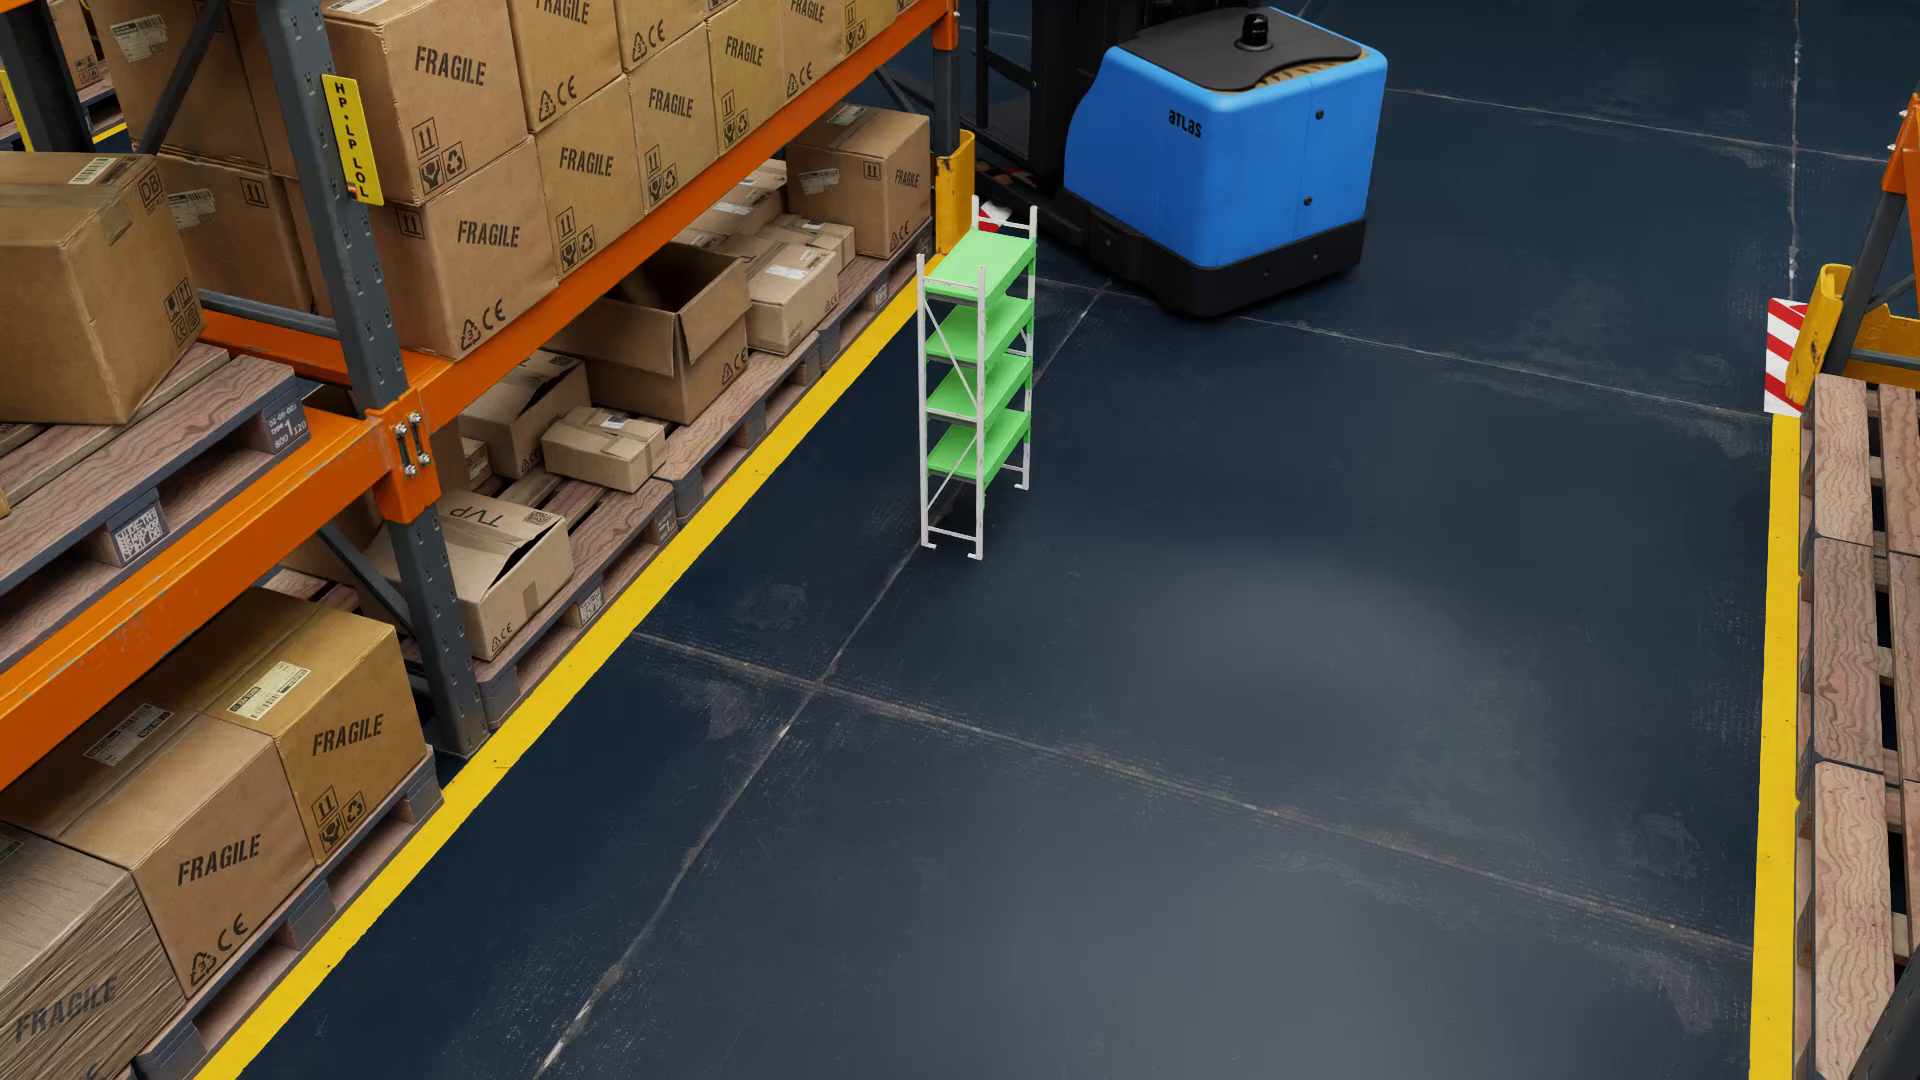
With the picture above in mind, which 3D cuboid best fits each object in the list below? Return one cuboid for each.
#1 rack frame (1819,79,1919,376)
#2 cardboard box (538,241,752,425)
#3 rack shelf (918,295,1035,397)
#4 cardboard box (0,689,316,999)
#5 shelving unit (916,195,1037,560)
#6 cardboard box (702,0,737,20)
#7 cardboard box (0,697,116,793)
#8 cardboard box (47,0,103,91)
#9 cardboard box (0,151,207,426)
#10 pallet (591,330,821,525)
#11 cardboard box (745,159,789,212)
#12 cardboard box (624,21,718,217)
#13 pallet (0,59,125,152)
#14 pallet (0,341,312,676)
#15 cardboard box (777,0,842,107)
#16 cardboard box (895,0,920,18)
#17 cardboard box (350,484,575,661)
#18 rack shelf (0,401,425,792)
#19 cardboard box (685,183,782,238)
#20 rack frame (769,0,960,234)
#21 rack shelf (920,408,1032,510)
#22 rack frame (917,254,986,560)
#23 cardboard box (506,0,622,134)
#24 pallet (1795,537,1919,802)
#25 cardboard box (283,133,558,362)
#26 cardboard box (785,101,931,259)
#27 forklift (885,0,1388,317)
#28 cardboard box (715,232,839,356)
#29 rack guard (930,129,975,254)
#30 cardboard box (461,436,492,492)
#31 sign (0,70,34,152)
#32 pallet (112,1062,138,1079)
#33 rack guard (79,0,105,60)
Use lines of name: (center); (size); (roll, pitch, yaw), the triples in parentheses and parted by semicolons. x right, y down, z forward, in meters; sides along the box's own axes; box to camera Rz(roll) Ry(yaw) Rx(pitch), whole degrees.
rack frame: (4.095, -1.725, 6.053); (1.000, 3.000, 0.127); (14, 39, 18)
cardboard box: (-1.296, -0.859, 6.611); (0.797, 0.503, 0.637); (14, 39, 18)
rack shelf: (0.063, -0.713, 5.908); (0.258, 0.148, 0.480); (14, 39, 18)
cardboard box: (-2.125, 0.794, 4.403); (0.500, 0.500, 0.500); (14, 39, 18)
shelving unit: (0.063, -0.572, 6.013); (0.258, 1.200, 0.503); (14, 39, 18)
cardboard box: (-0.979, -2.135, 5.682); (0.500, 0.500, 0.500); (15, 39, 19)
cardboard box: (-2.609, 0.694, 4.536); (0.500, 0.500, 0.500); (14, 39, 18)
cardboard box: (-5.241, -2.739, 9.146); (0.700, 0.500, 0.500); (14, 39, 18)
cardboard box: (-2.394, -0.638, 4.164); (0.700, 0.500, 0.500); (2, 37, 2)
pallet: (-1.282, -0.582, 6.853); (1.003, 0.211, 1.213); (14, 39, 18)
cardboard box: (-0.962, -1.737, 8.082); (0.380, 0.149, 0.250); (14, 39, 18)
cardboard box: (-1.176, -1.462, 5.617); (0.500, 0.500, 0.500); (14, 39, 18)
pallet: (-5.299, -2.405, 9.291); (1.003, 0.211, 1.213); (14, 39, 18)
pallet: (-2.412, -0.147, 4.101); (1.003, 0.211, 1.213); (14, 39, 18)
cardboard box: (-0.792, -2.023, 6.367); (0.500, 0.500, 0.500); (14, 39, 18)
cardboard box: (-0.403, -2.586, 7.121); (0.500, 0.500, 0.500); (15, 39, 19)
cardboard box: (-1.647, 0.076, 5.521); (0.500, 0.311, 0.500); (14, 39, 18)
rack shelf: (-2.768, 0.754, 3.336); (1.077, 0.370, 4.000); (14, 39, 18)
cardboard box: (-1.144, -1.417, 7.570); (0.500, 0.250, 0.500); (14, 39, 18)
rack frame: (-0.485, -2.856, 7.565); (1.000, 3.000, 0.127); (14, 39, 18)
rack shelf: (0.063, -0.329, 6.195); (0.258, 0.148, 0.480); (14, 39, 18)
rack frame: (-0.030, -0.437, 5.833); (0.240, 1.200, 0.015); (14, 39, 18)
cardboard box: (-1.371, -1.564, 4.919); (0.500, 0.500, 0.500); (13, 39, 16)
pallet: (3.279, 0.512, 5.388); (1.003, 0.211, 1.213); (14, 39, 18)
cardboard box: (-1.561, -0.901, 4.867); (0.500, 0.500, 0.500); (15, 39, 19)
cardboard box: (-0.464, -1.674, 7.704); (0.500, 0.500, 0.500); (14, 39, 18)
forklift: (0.670, -3.022, 7.845); (1.130, 2.935, 3.031); (-22, 42, -27)
cardboard box: (-0.853, -1.054, 7.084); (0.500, 0.250, 0.500); (14, 39, 18)
rack guard: (-0.514, -1.813, 8.257); (1.175, 0.500, 0.348); (14, 39, 18)
cardboard box: (-1.965, -0.277, 6.129); (0.380, 0.149, 0.250); (14, 39, 18)
sign: (-2.511, -1.107, 4.503); (0.100, 0.325, 0.005); (14, 39, 18)
pallet: (-2.744, 1.613, 3.916); (1.003, 0.211, 1.213); (14, 39, 18)
rack guard: (-5.058, -2.994, 9.838); (1.175, 0.500, 0.348); (14, 39, 18)
